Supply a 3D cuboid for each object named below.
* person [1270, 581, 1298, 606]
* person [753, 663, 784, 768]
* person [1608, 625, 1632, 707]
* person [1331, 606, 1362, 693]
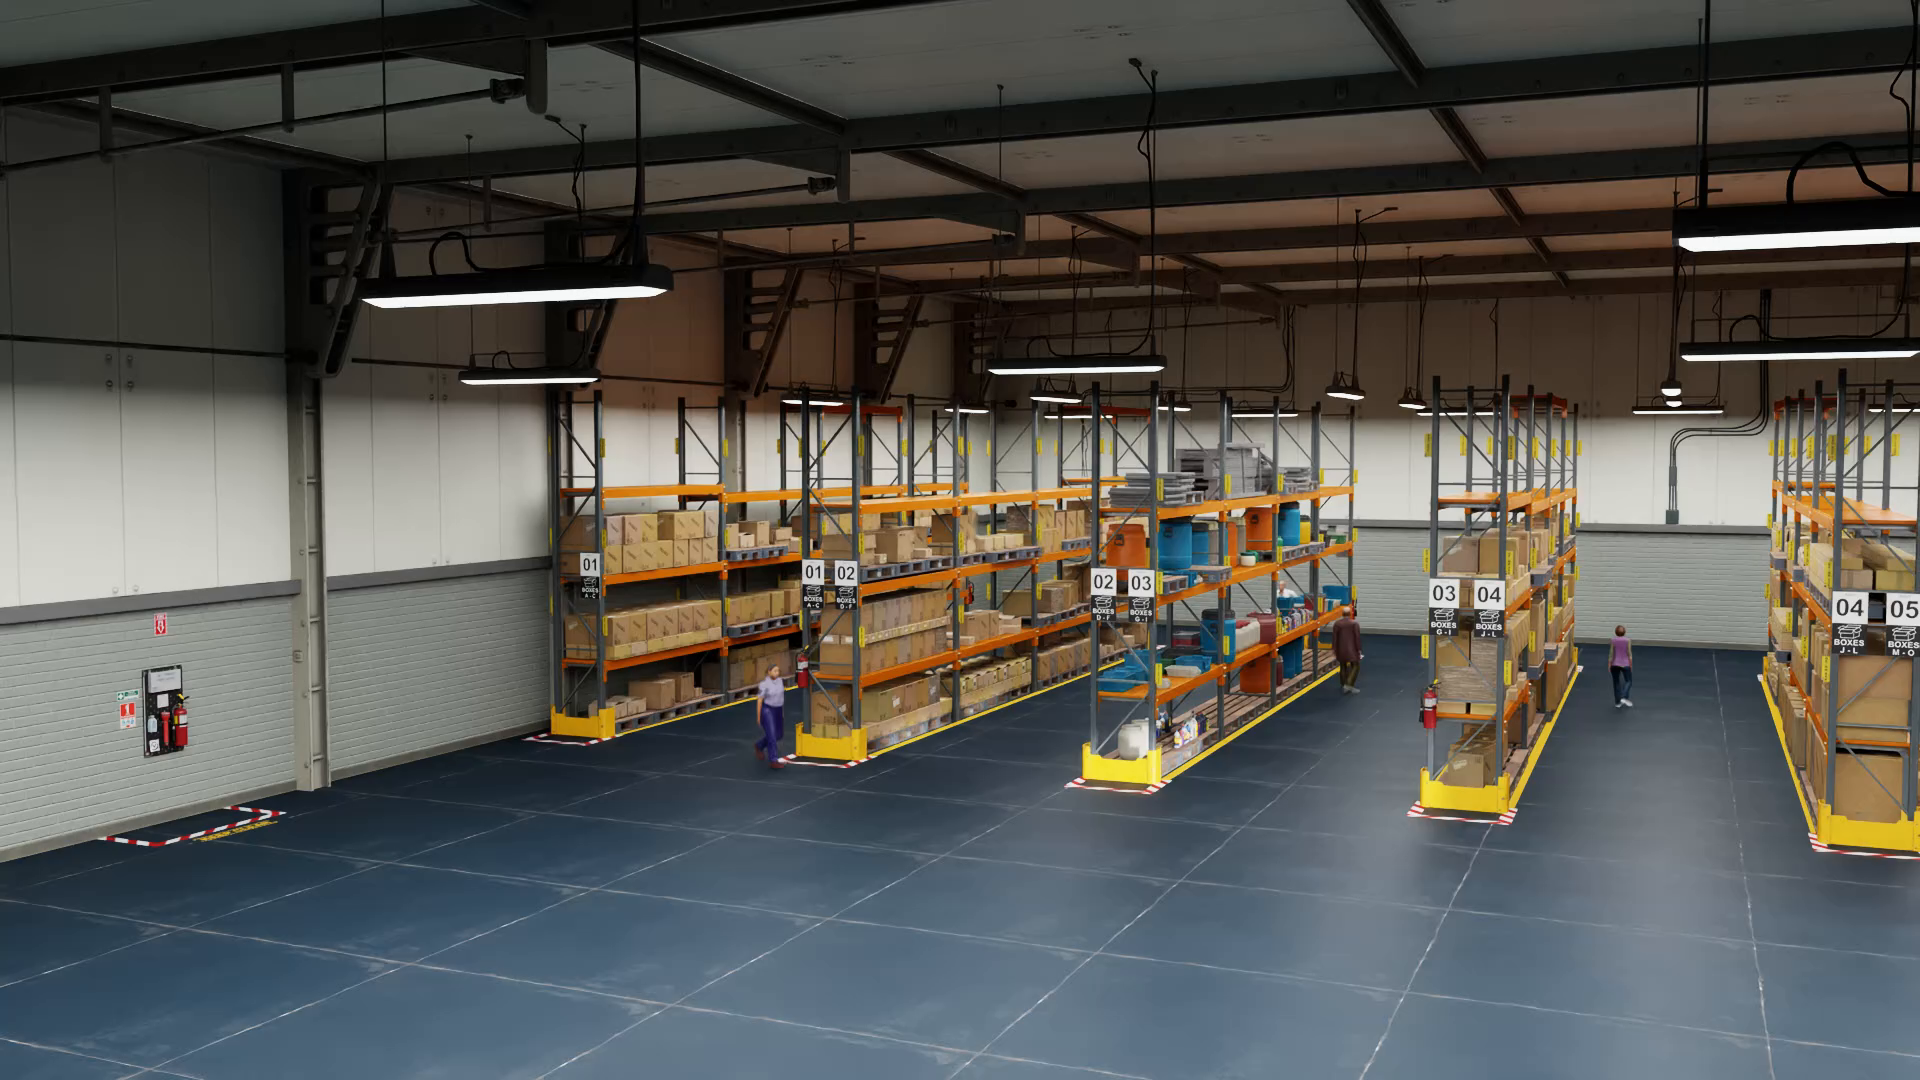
[{"bbox_3d":[8.186,1.856,41.908,0.745,1.684,0.657,2,4,33],"label":"person"},{"bbox_3d":[-2.995,2.735,26.236,0.860,1.614,0.508,2,4,38],"label":"person"},{"bbox_3d":[12.727,2.441,32.036,0.458,1.596,0.487,1,3,23],"label":"person"},{"bbox_3d":[7.887,2.245,33.947,0.617,1.775,0.575,1,3,24],"label":"person"}]
